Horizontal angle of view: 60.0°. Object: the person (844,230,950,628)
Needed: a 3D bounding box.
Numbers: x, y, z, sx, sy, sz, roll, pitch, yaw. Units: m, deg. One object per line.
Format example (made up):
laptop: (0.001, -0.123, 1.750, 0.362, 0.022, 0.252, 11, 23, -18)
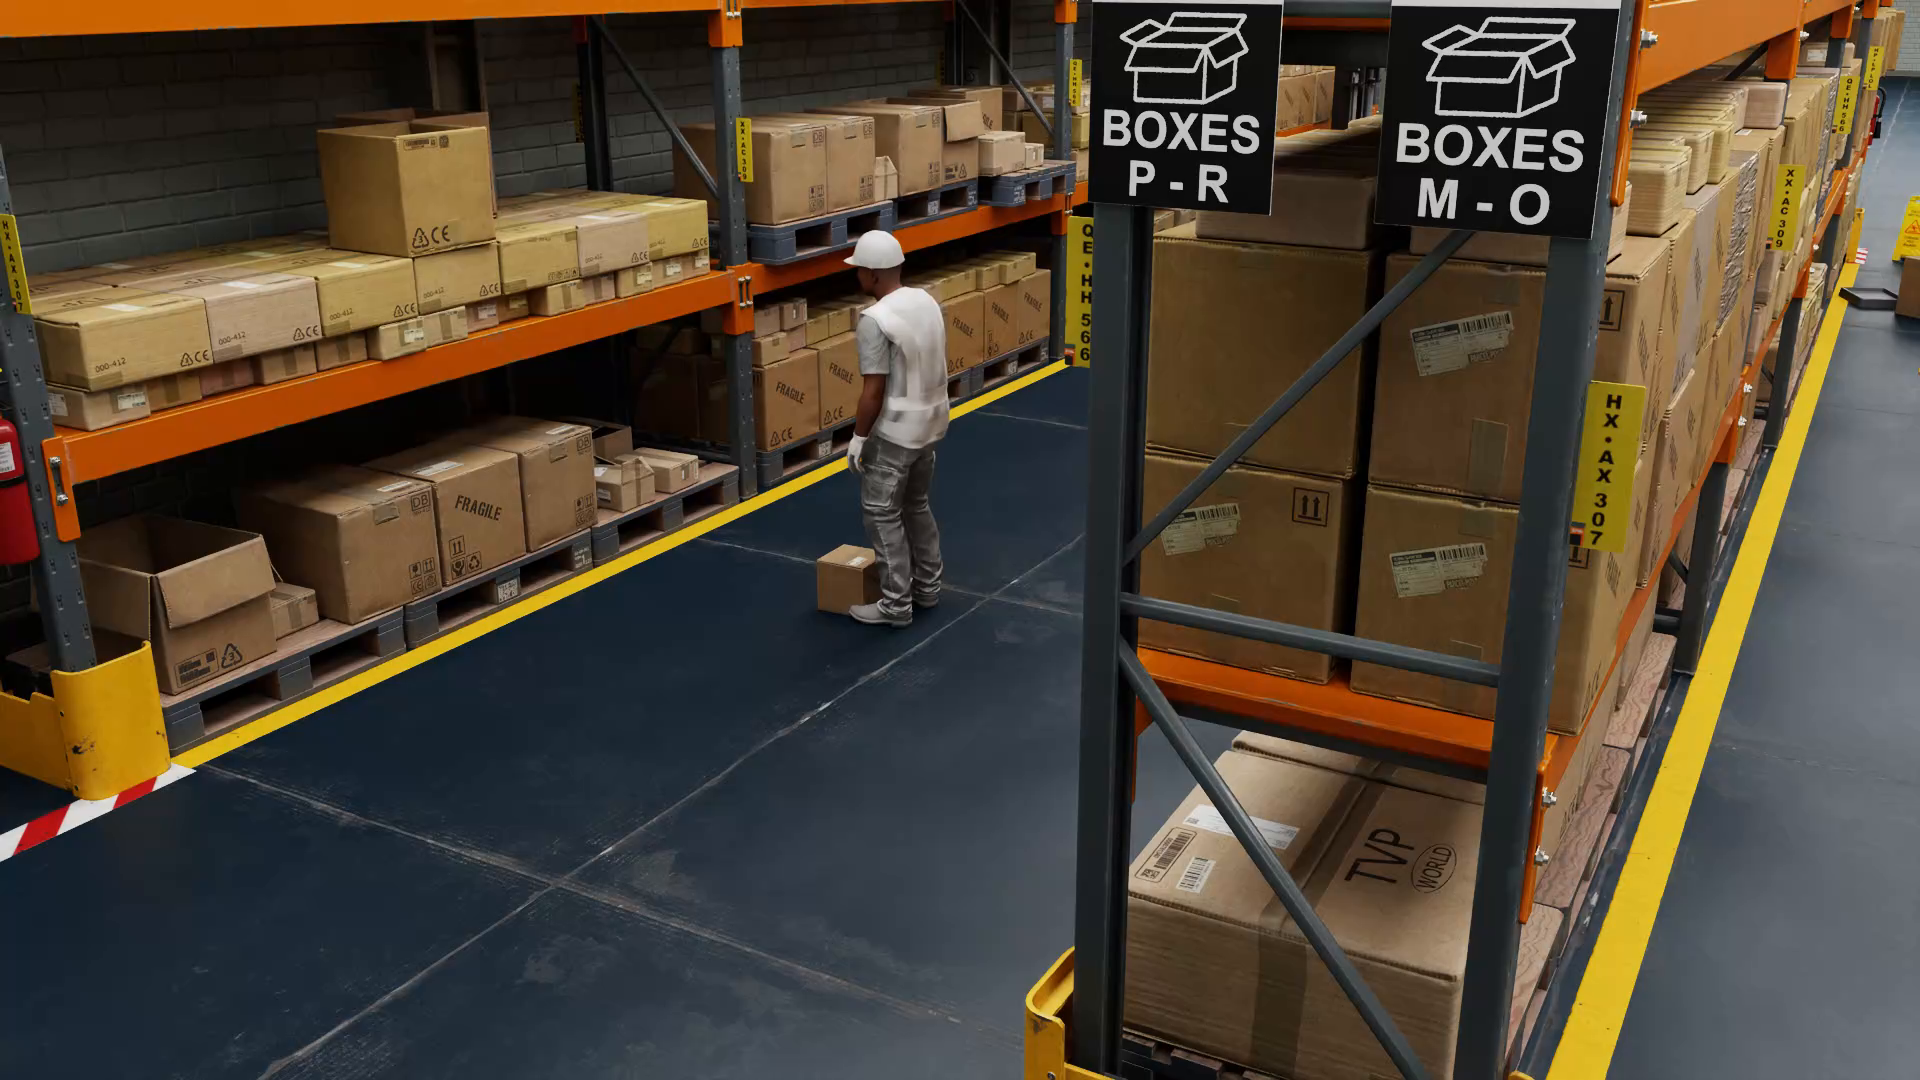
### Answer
person: (-0.289, -0.494, 7.465, 0.446, 1.775, 0.619, 11, 22, 28)
